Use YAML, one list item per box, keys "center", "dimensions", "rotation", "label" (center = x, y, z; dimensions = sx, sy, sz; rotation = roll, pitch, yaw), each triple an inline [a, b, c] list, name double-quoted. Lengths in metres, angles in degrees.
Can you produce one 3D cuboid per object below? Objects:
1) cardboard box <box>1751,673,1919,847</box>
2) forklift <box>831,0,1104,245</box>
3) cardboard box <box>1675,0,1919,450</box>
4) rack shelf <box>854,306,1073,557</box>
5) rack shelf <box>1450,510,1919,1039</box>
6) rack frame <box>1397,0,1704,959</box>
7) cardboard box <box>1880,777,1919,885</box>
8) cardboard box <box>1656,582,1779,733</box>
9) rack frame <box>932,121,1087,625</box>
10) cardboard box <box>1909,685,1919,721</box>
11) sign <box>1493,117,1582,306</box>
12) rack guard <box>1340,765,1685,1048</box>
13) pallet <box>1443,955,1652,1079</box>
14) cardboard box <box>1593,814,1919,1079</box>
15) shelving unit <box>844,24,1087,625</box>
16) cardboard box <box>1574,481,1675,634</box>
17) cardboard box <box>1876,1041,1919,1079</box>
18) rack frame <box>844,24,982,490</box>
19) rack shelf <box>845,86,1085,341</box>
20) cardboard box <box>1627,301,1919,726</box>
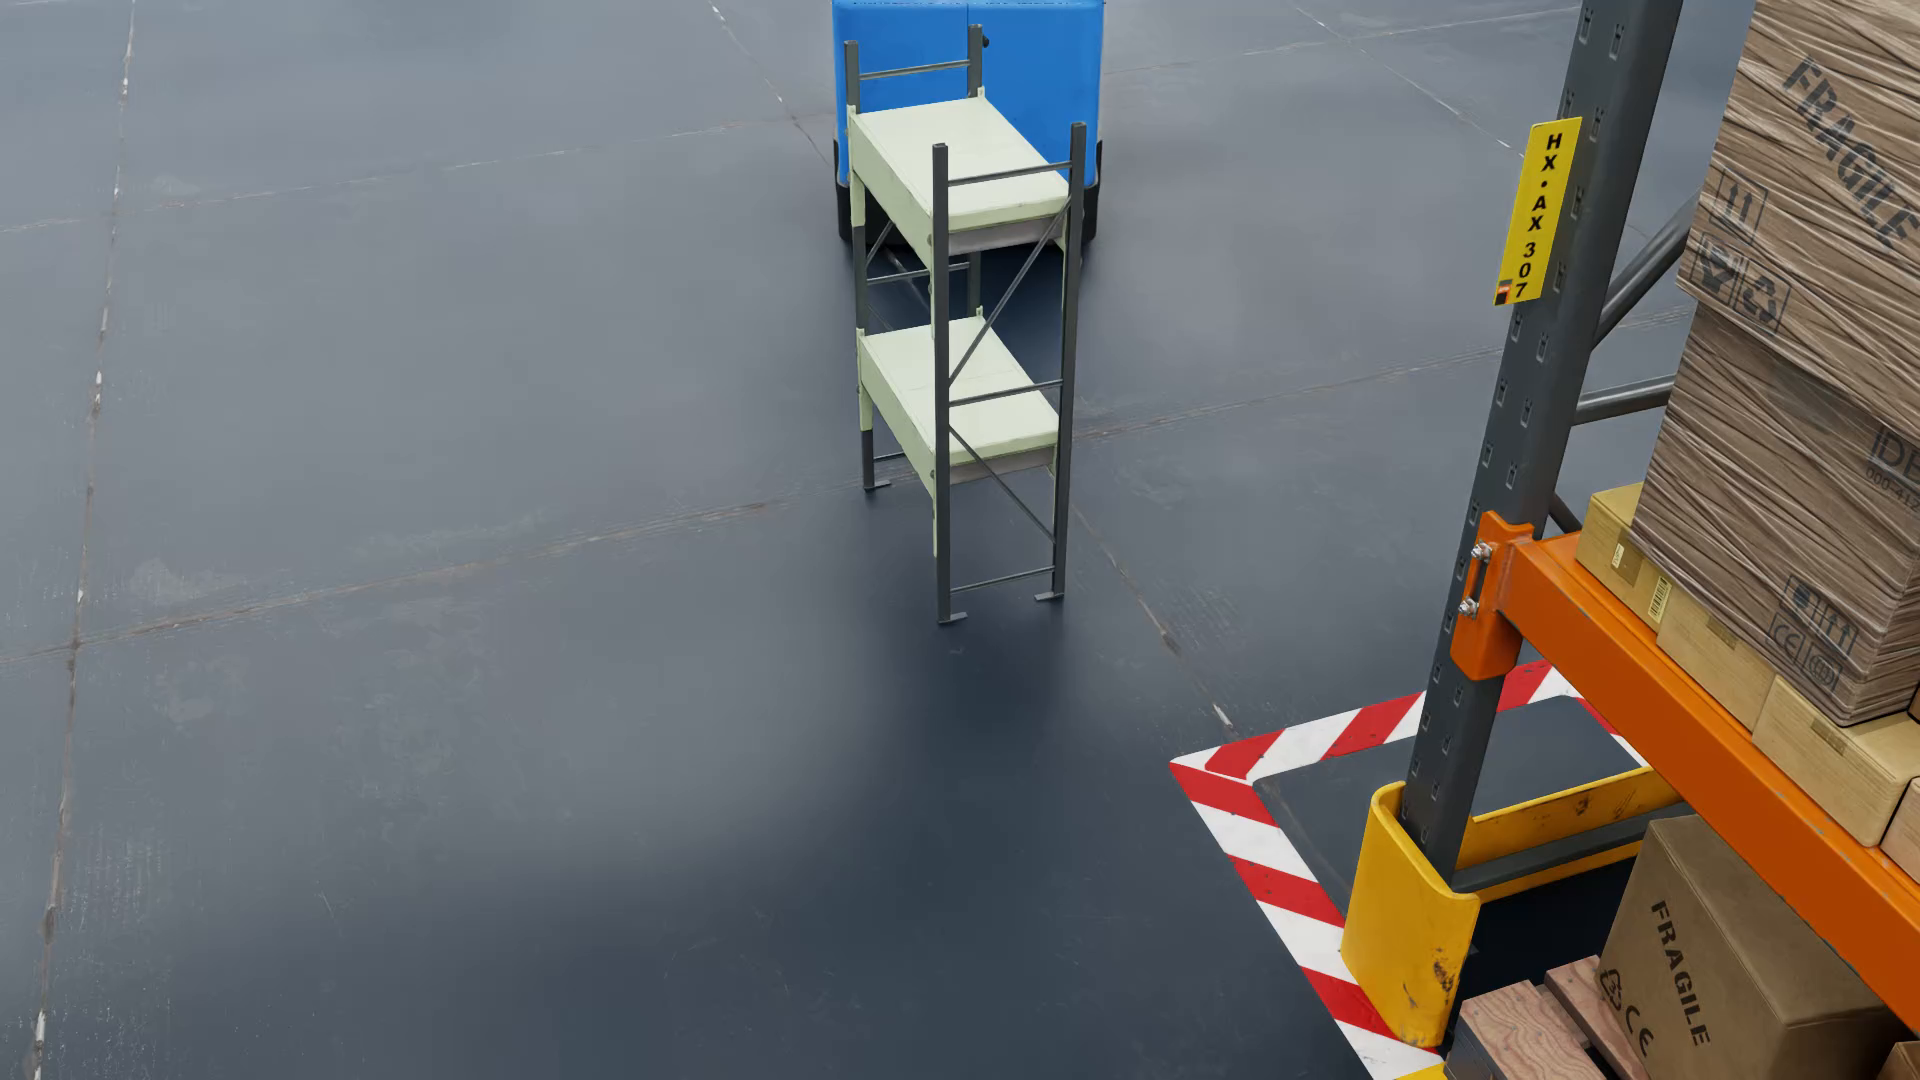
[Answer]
- center: [1.481, 0.294, 2.575]
  dimensions: [0.380, 0.149, 0.250]
  rotation: [-12, 39, -16]
  label: "cardboard box"
- center: [0.040, -3.215, 7.081]
  dimensions: [1.130, 2.935, 3.031]
  rotation: [0, 37, 0]
  label: "forklift"
- center: [1.400, -0.497, 2.255]
  dimensions: [0.500, 0.500, 0.500]
  rotation: [-12, 39, -16]
  label: "cardboard box"
- center: [-0.002, -0.342, 5.000]
  dimensions: [0.431, 0.370, 0.720]
  rotation: [-12, 39, -16]
  label: "rack shelf"
- center: [2.155, 1.111, 1.880]
  dimensions: [1.077, 0.370, 4.000]
  rotation: [-12, 39, -16]
  label: "rack shelf"
- center: [1.466, -0.306, 3.163]
  dimensions: [1.000, 3.000, 0.127]
  rotation: [-12, 39, -16]
  label: "rack frame"
- center: [1.586, 0.431, 2.393]
  dimensions: [0.380, 0.149, 0.250]
  rotation: [-12, 39, -16]
  label: "cardboard box"
- center: [1.409, 0.150, 2.767]
  dimensions: [0.380, 0.149, 0.250]
  rotation: [-12, 39, -16]
  label: "cardboard box"
- center: [0.124, -0.396, 4.529]
  dimensions: [0.400, 1.500, 0.023]
  rotation: [-12, 39, -16]
  label: "rack frame"
- center: [1.914, 0.109, 2.282]
  dimensions: [0.875, 0.500, 0.500]
  rotation: [-12, 39, -16]
  label: "cardboard box"
- center: [0.957, -0.539, 2.754]
  dimensions: [0.100, 0.325, 0.005]
  rotation: [-12, 39, -16]
  label: "sign"
- center: [1.492, 0.735, 3.858]
  dimensions: [1.175, 0.500, 0.348]
  rotation: [-12, 39, -16]
  label: "rack guard"
- center: [1.739, 1.317, 3.326]
  dimensions: [1.003, 0.211, 1.213]
  rotation: [-12, 39, -16]
  label: "pallet"
- center: [1.665, 0.881, 3.316]
  dimensions: [0.500, 0.500, 0.500]
  rotation: [-6, 37, -7]
  label: "cardboard box"
- center: [-0.002, -0.603, 4.804]
  dimensions: [0.431, 1.500, 0.755]
  rotation: [-12, 39, -16]
  label: "shelving unit"
- center: [1.341, 0.005, 2.960]
  dimensions: [0.380, 0.149, 0.250]
  rotation: [-12, 39, -16]
  label: "cardboard box"
- center: [1.903, 1.211, 2.877]
  dimensions: [0.500, 0.500, 0.500]
  rotation: [-3, 37, -4]
  label: "cardboard box"
- center: [-0.128, -0.810, 5.078]
  dimensions: [0.400, 1.500, 0.023]
  rotation: [-12, 39, -16]
  label: "rack frame"
- center: [-0.002, -0.915, 4.569]
  dimensions: [0.431, 0.370, 0.720]
  rotation: [-12, 39, -16]
  label: "rack shelf"
- center: [1.630, -0.148, 2.624]
  dimensions: [0.875, 0.500, 0.500]
  rotation: [-12, 39, -16]
  label: "cardboard box"
